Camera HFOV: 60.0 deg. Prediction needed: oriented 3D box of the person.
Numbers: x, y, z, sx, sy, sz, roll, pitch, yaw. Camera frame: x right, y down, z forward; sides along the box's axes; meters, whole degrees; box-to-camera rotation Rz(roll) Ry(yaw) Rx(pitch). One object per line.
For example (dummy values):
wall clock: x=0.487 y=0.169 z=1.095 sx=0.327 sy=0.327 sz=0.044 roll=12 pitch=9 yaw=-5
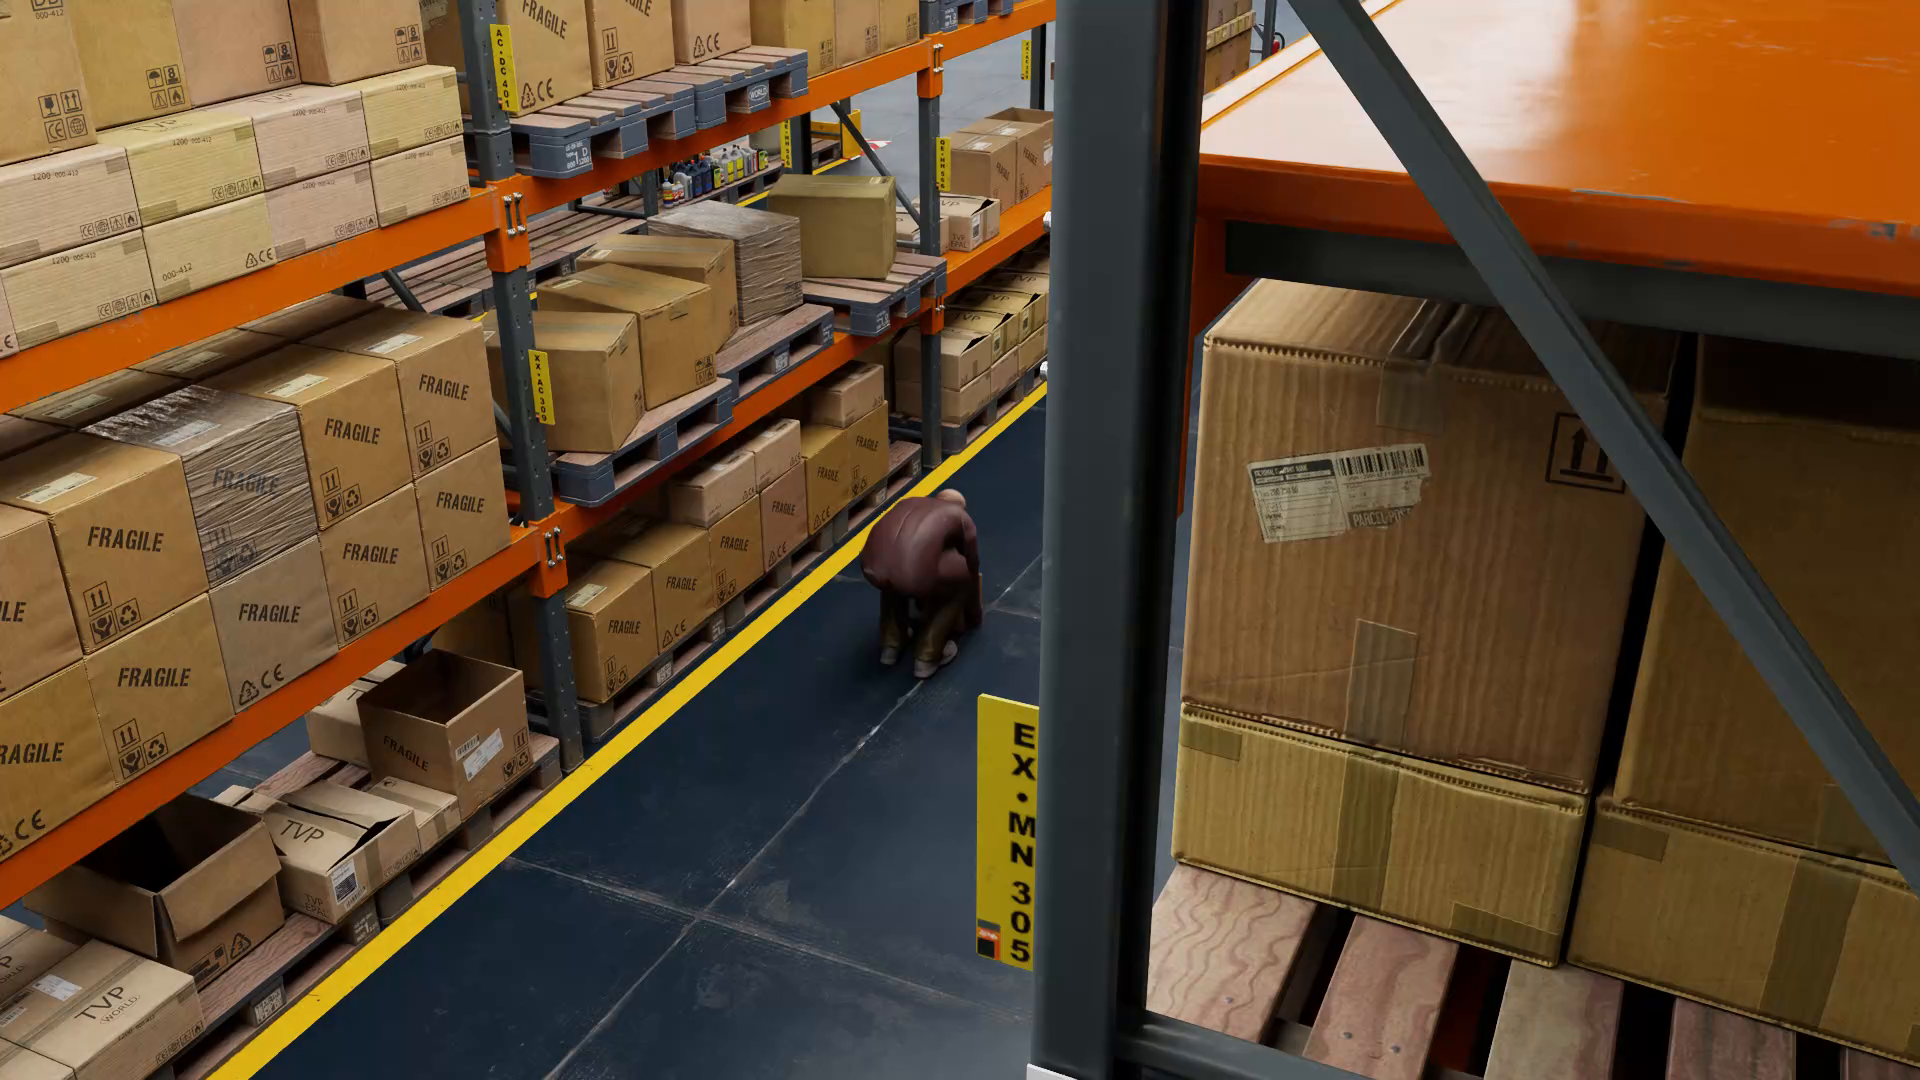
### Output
person: x=-0.186 y=0.187 z=8.793 sx=0.585 sy=0.898 sz=0.952 roll=10 pitch=28 yaw=20
